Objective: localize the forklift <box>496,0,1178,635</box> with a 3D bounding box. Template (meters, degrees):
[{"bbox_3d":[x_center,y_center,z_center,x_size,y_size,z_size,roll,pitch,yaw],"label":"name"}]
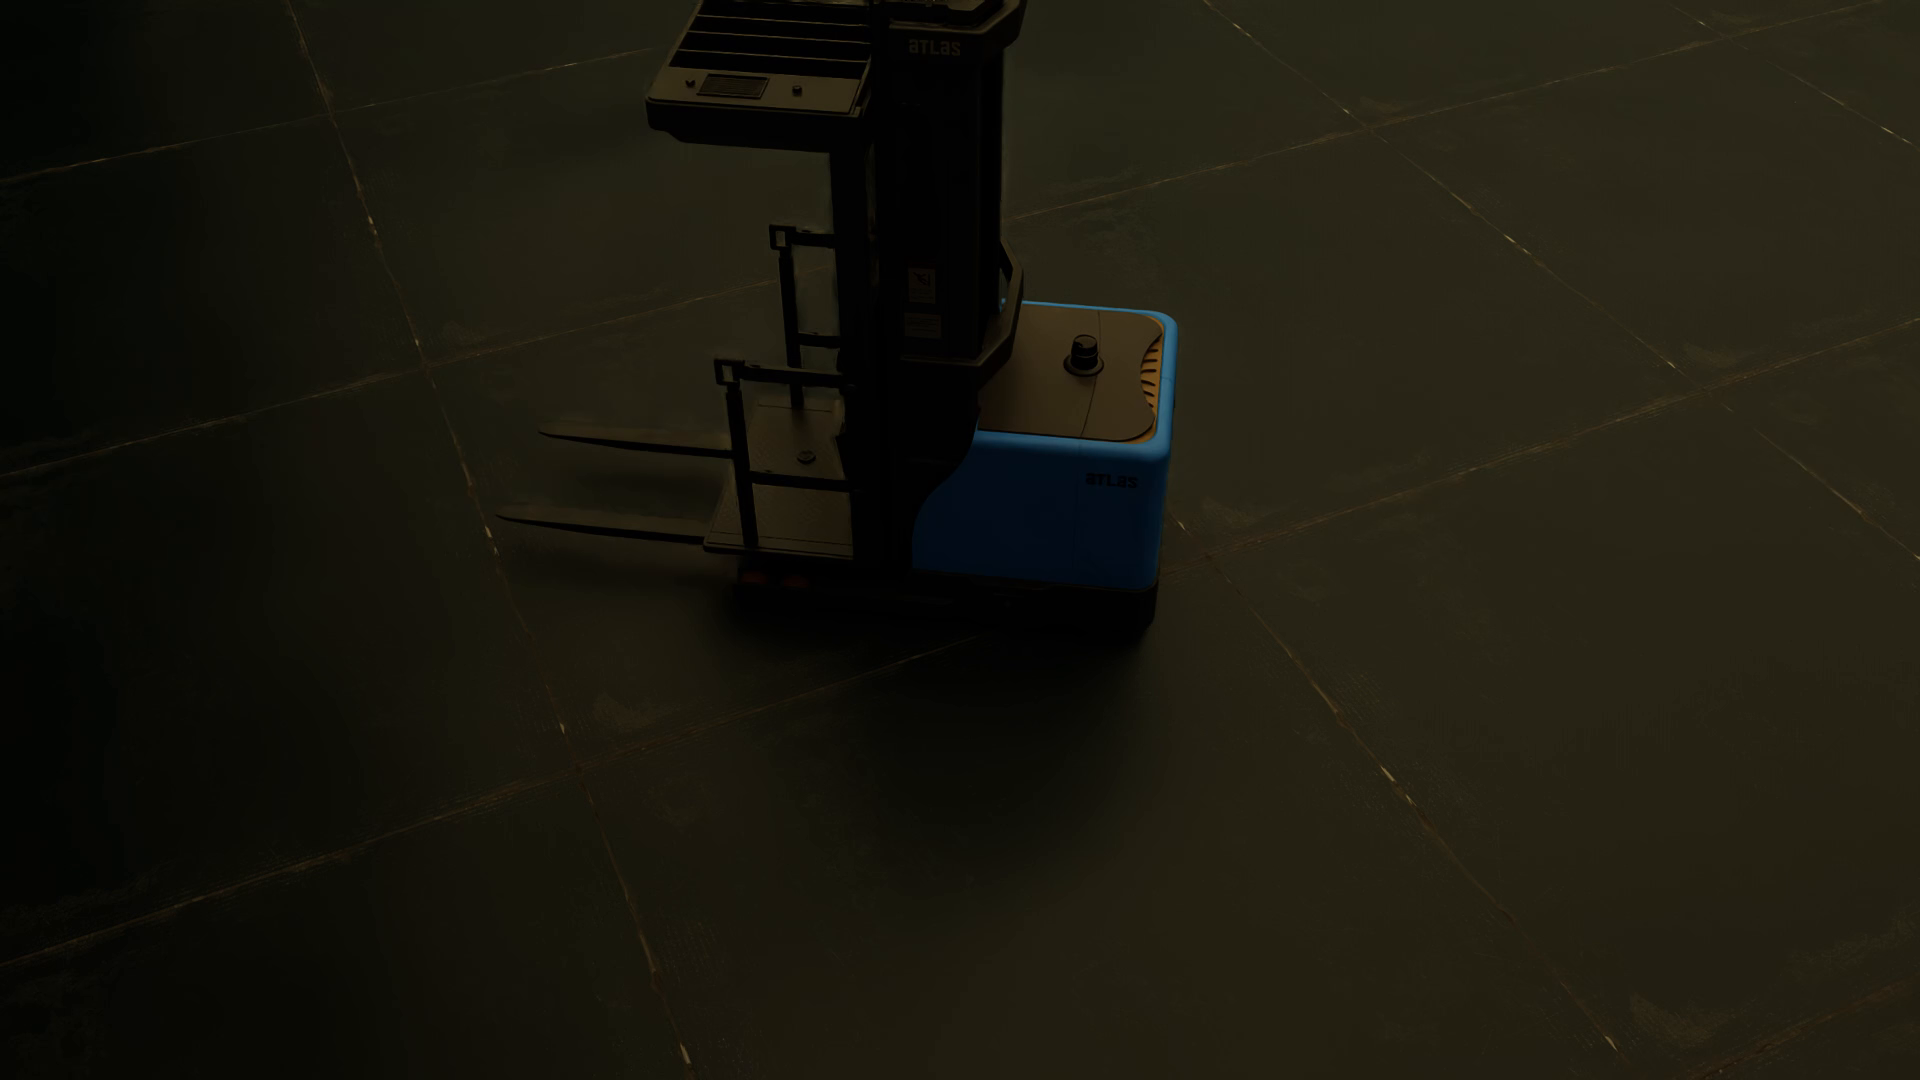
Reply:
[{"bbox_3d":[-0.586,-1.106,6.865,3.031,2.935,1.130,5,43,6],"label":"forklift"}]
